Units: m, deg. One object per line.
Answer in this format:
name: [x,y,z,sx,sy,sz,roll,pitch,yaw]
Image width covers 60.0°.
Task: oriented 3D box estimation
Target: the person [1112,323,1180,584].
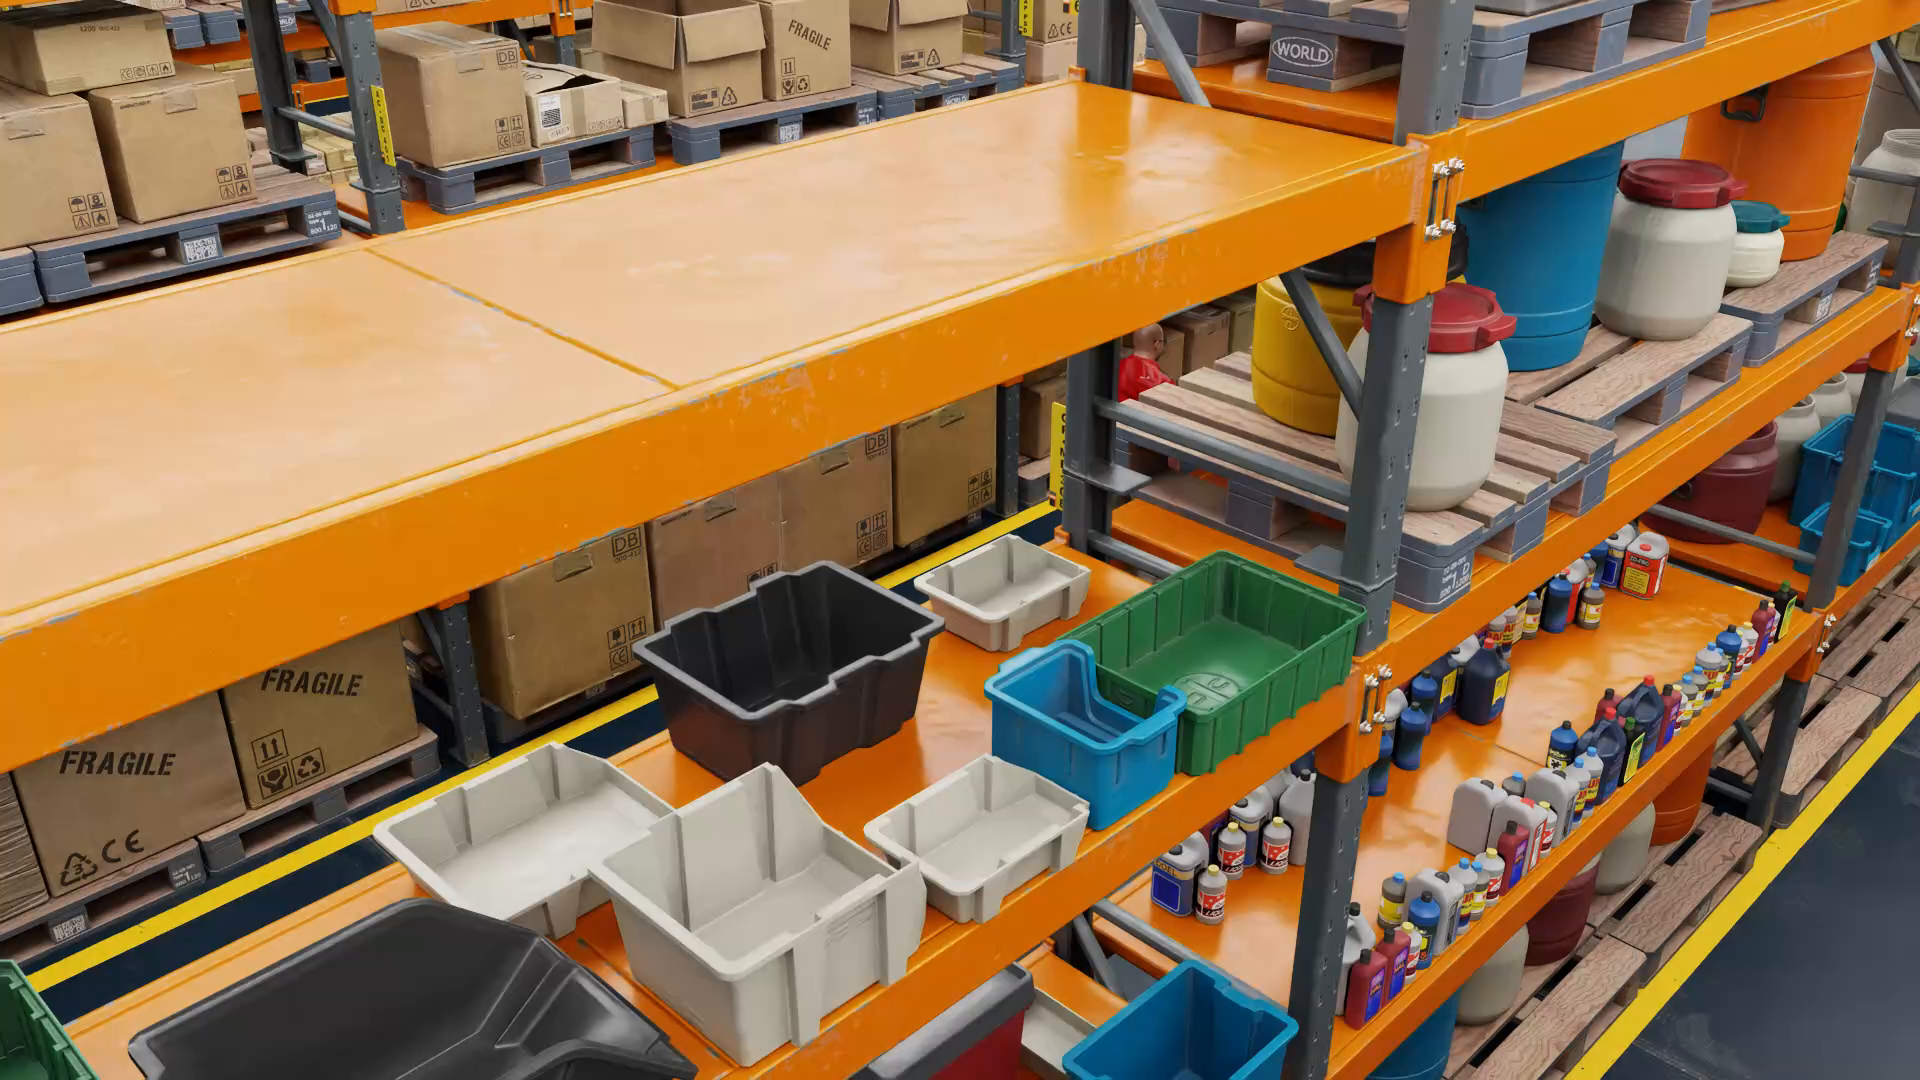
person: [1.043,-0.450,9.792,0.591,1.726,0.387,24,36,38]
